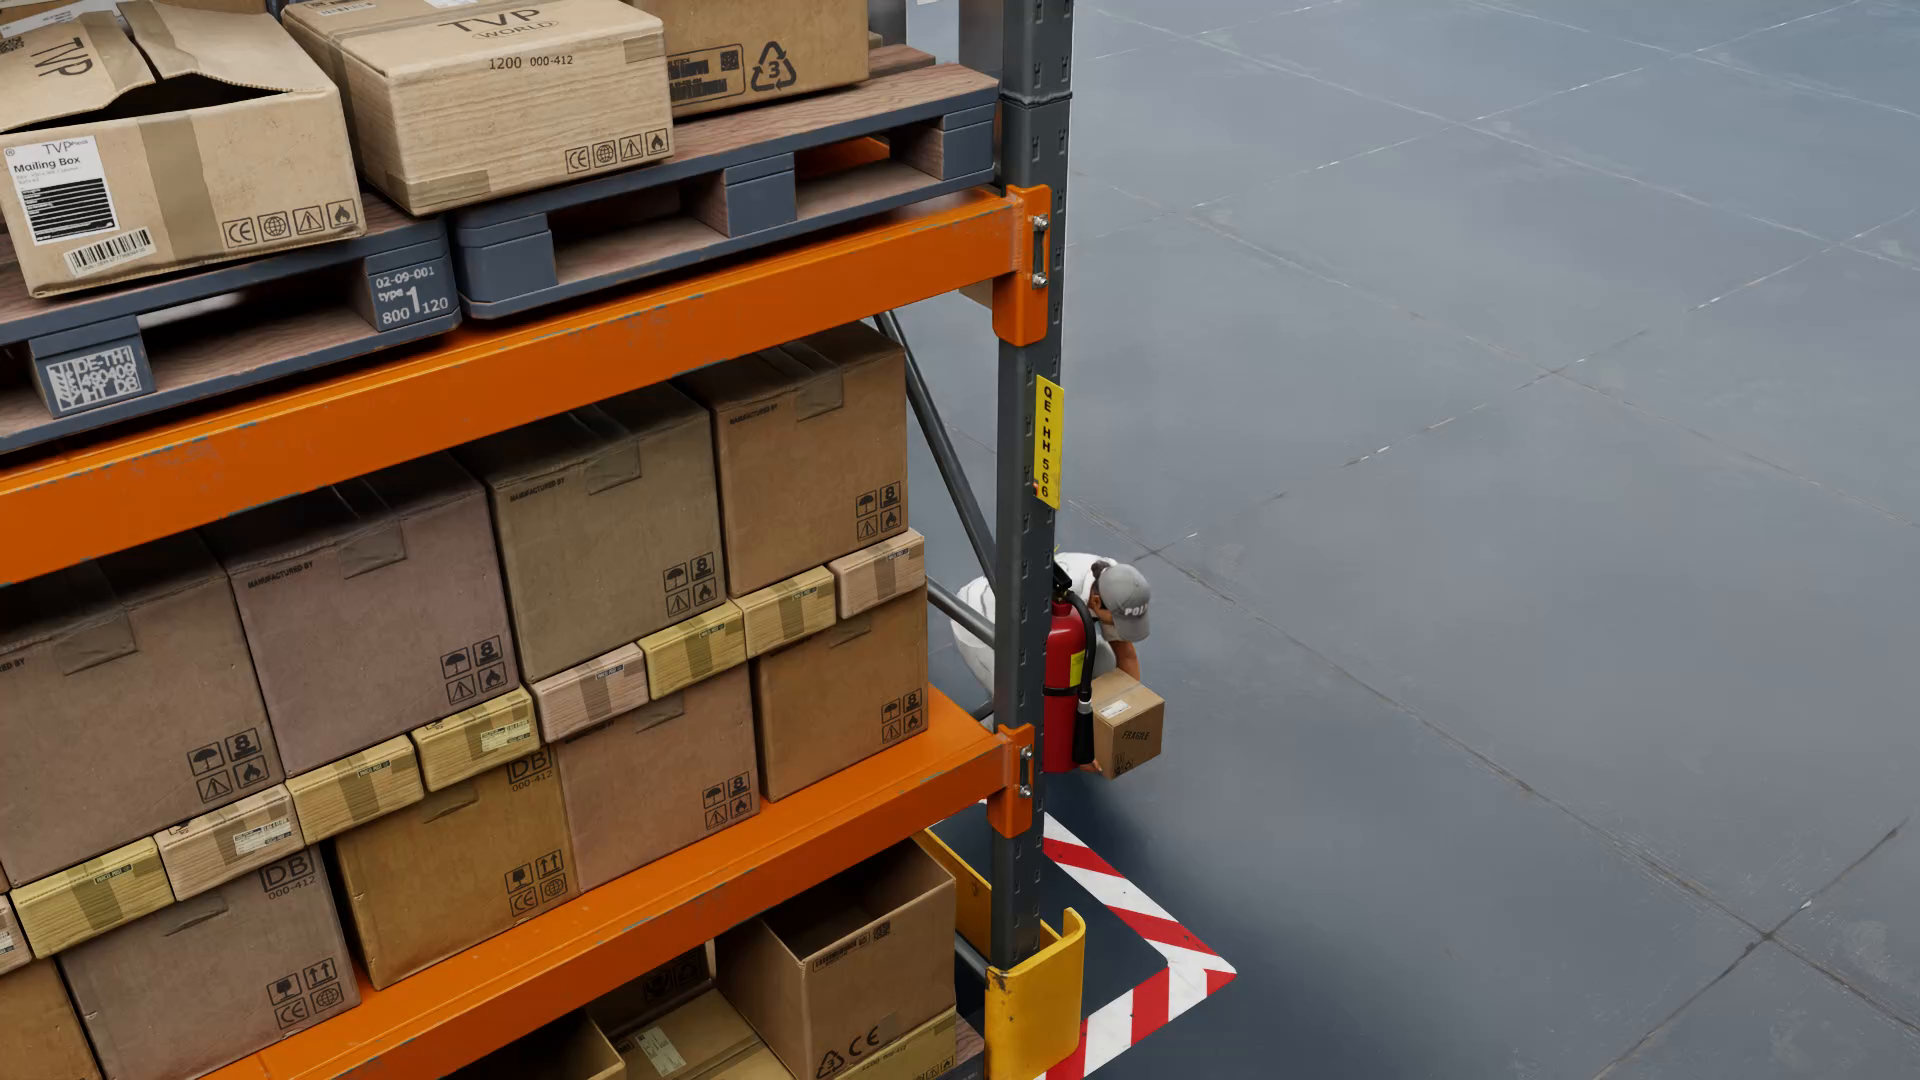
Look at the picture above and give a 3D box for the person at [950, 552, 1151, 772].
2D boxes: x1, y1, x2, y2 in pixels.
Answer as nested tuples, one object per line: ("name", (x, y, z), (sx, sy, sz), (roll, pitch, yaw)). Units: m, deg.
("person", (0.358, 0.396, 6.195), (0.512, 0.948, 0.876), (-23, 39, -32))
